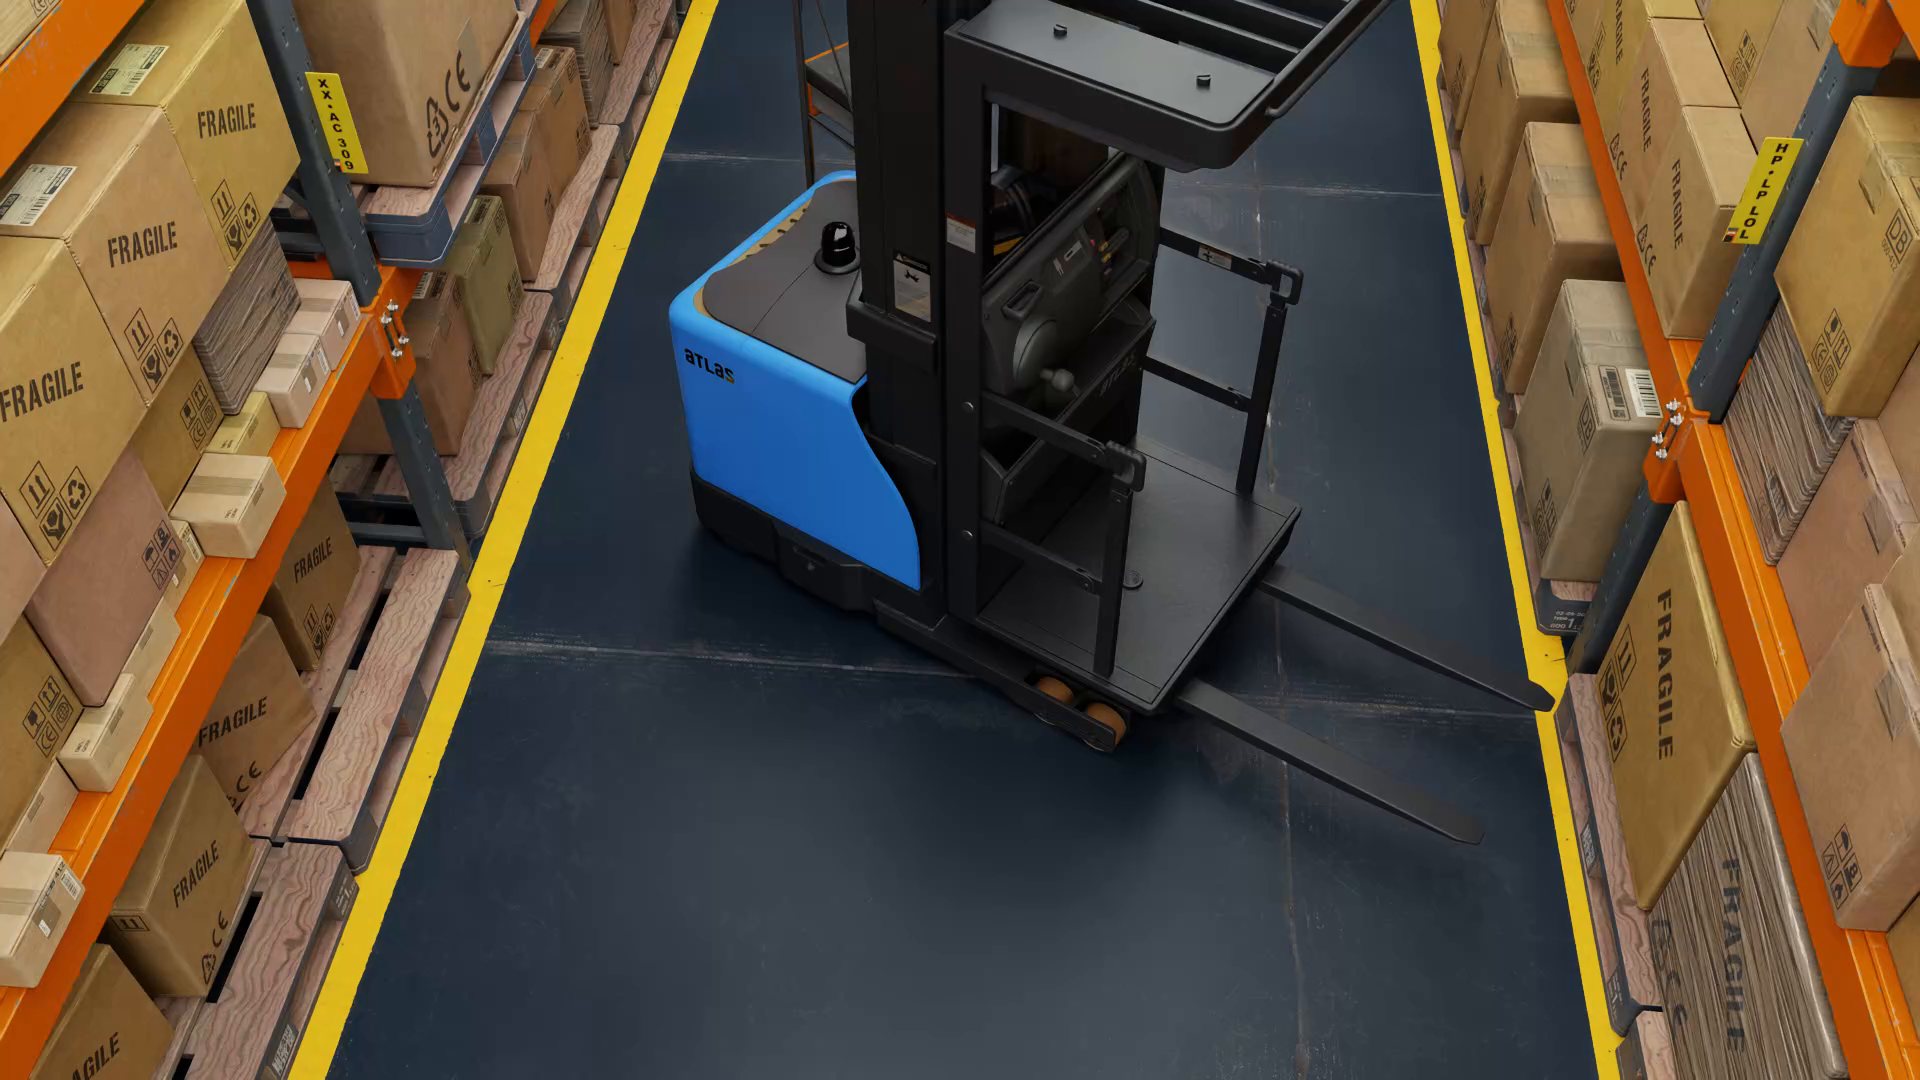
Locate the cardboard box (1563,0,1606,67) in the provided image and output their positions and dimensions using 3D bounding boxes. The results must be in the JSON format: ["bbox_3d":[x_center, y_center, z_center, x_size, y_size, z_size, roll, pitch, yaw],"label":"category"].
[{"bbox_3d":[2.541,-2.059,6.033,0.500,0.500,0.500,3,48,3],"label":"cardboard box"}]

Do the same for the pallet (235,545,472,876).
[{"bbox_3d":[-2.332,0.521,5.631,1.003,0.211,1.213,4,48,4],"label":"pallet"}]

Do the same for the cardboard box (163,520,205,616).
[{"bbox_3d":[-2.214,0.075,4.319,0.380,0.149,0.250,4,48,4],"label":"cardboard box"}]

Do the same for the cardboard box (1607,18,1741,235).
[{"bbox_3d":[2.451,-1.315,5.352,0.500,0.500,0.500,3,48,3],"label":"cardboard box"}]

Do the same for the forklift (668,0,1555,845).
[{"bbox_3d":[0.518,-0.732,4.934,3.031,2.935,1.130,26,53,22],"label":"forklift"}]

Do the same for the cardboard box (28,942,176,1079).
[{"bbox_3d":[-2.501,1.367,4.376,0.500,0.500,0.500,8,48,7],"label":"cardboard box"}]

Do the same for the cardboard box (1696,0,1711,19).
[{"bbox_3d":[2.755,-1.994,5.296,0.700,0.500,0.500,4,48,4],"label":"cardboard box"}]

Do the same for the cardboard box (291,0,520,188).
[{"bbox_3d":[-2.094,-1.835,5.204,1.000,1.000,1.000,4,48,4],"label":"cardboard box"}]

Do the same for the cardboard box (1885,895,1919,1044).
[{"bbox_3d":[2.460,0.904,3.289,0.875,0.550,0.500,4,48,4],"label":"cardboard box"}]

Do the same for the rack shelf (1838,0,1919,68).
[{"bbox_3d":[2.442,0.192,2.497,1.077,0.370,4.000,4,48,4],"label":"rack shelf"}]

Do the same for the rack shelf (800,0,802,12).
[{"bbox_3d":[-0.283,-2.090,5.808,0.480,0.518,0.431,-32,55,-26],"label":"rack shelf"}]

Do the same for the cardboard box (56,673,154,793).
[{"bbox_3d":[-2.184,0.448,3.978,0.380,0.149,0.250,4,48,4],"label":"cardboard box"}]

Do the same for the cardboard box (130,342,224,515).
[{"bbox_3d":[-2.489,-0.359,4.276,0.875,0.500,0.500,4,48,4],"label":"cardboard box"}]

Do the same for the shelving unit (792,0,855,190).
[{"bbox_3d":[-0.283,-1.626,6.315,0.503,2.100,0.431,-32,55,-26],"label":"shelving unit"}]

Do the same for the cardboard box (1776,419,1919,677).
[{"bbox_3d":[2.575,0.119,4.007,0.875,0.550,0.550,4,48,4],"label":"cardboard box"}]

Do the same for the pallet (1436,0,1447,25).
[{"bbox_3d":[3.061,-3.081,8.925,1.003,0.211,1.213,4,48,4],"label":"pallet"}]

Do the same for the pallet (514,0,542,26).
[{"bbox_3d":[-2.081,-2.333,6.481,1.003,0.211,1.213,4,48,4],"label":"pallet"}]

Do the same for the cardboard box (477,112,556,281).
[{"bbox_3d":[-2.116,-1.431,6.922,0.700,0.500,0.500,0,48,0],"label":"cardboard box"}]

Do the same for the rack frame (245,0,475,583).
[{"bbox_3d":[-2.306,-0.916,5.055,1.000,3.000,0.127,4,48,4],"label":"rack frame"}]

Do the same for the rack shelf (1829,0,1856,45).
[{"bbox_3d":[2.806,-2.748,5.185,1.077,0.370,4.000,4,48,4],"label":"rack shelf"}]

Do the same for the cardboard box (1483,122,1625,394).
[{"bbox_3d":[2.683,-1.062,6.428,1.050,0.750,0.750,4,48,4],"label":"cardboard box"}]

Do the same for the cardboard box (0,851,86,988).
[{"bbox_3d":[-2.174,0.819,3.639,0.380,0.149,0.250,4,48,4],"label":"cardboard box"}]

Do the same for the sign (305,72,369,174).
[{"bbox_3d":[-1.765,-1.178,4.708,0.100,0.325,0.005,4,48,4],"label":"sign"}]

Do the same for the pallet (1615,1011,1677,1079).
[{"bbox_3d":[2.368,1.885,4.383,1.003,0.211,1.213,4,48,4],"label":"pallet"}]

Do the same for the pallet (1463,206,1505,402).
[{"bbox_3d":[2.728,-1.038,7.057,1.003,0.211,1.213,4,48,4],"label":"pallet"}]

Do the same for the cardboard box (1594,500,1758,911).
[{"bbox_3d":[2.497,0.524,4.893,0.875,0.875,0.875,5,48,4],"label":"cardboard box"}]

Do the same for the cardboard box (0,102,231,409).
[{"bbox_3d":[-2.117,-0.671,3.884,0.500,0.500,0.500,4,48,4],"label":"cardboard box"}]

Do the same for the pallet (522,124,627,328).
[{"bbox_3d":[-2.128,-1.446,7.430,1.003,0.211,1.213,4,48,4],"label":"pallet"}]

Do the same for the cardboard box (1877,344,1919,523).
[{"bbox_3d":[2.622,-0.243,3.606,0.875,0.550,0.550,4,48,4],"label":"cardboard box"}]

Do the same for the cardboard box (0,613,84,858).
[{"bbox_3d":[-2.521,0.380,3.600,0.875,0.500,0.500,4,48,4],"label":"cardboard box"}]

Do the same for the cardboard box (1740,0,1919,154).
[{"bbox_3d":[2.663,-1.245,4.610,0.700,0.500,0.500,3,48,3],"label":"cardboard box"}]

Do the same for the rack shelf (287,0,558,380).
[{"bbox_3d":[-2.124,-2.143,6.665,1.077,0.370,4.000,4,48,4],"label":"rack shelf"}]

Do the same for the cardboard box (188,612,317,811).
[{"bbox_3d":[-2.427,0.498,5.171,0.500,0.500,0.500,18,50,16],"label":"cardboard box"}]

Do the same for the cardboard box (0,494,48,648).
[{"bbox_3d":[-2.213,0.063,3.212,0.500,0.500,0.500,4,48,4],"label":"cardboard box"}]

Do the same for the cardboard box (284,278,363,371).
[{"bbox_3d":[-2.033,-0.654,4.985,0.380,0.149,0.250,4,48,4],"label":"cardboard box"}]

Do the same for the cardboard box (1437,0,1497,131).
[{"bbox_3d":[2.843,-2.389,7.642,1.050,0.750,0.750,3,48,3],"label":"cardboard box"}]

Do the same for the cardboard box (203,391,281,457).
[{"bbox_3d":[-2.148,-0.291,4.654,0.380,0.149,0.250,4,48,4],"label":"cardboard box"}]

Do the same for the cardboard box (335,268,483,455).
[{"bbox_3d":[-2.229,-0.671,6.227,0.700,0.500,0.500,1,48,1],"label":"cardboard box"}]

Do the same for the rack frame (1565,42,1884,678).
[{"bbox_3d":[2.624,-0.508,4.682,1.000,3.000,0.127,4,48,4],"label":"rack frame"}]

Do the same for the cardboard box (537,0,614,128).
[{"bbox_3d":[-2.021,-2.258,7.678,0.700,0.500,0.500,0,48,0],"label":"cardboard box"}]
